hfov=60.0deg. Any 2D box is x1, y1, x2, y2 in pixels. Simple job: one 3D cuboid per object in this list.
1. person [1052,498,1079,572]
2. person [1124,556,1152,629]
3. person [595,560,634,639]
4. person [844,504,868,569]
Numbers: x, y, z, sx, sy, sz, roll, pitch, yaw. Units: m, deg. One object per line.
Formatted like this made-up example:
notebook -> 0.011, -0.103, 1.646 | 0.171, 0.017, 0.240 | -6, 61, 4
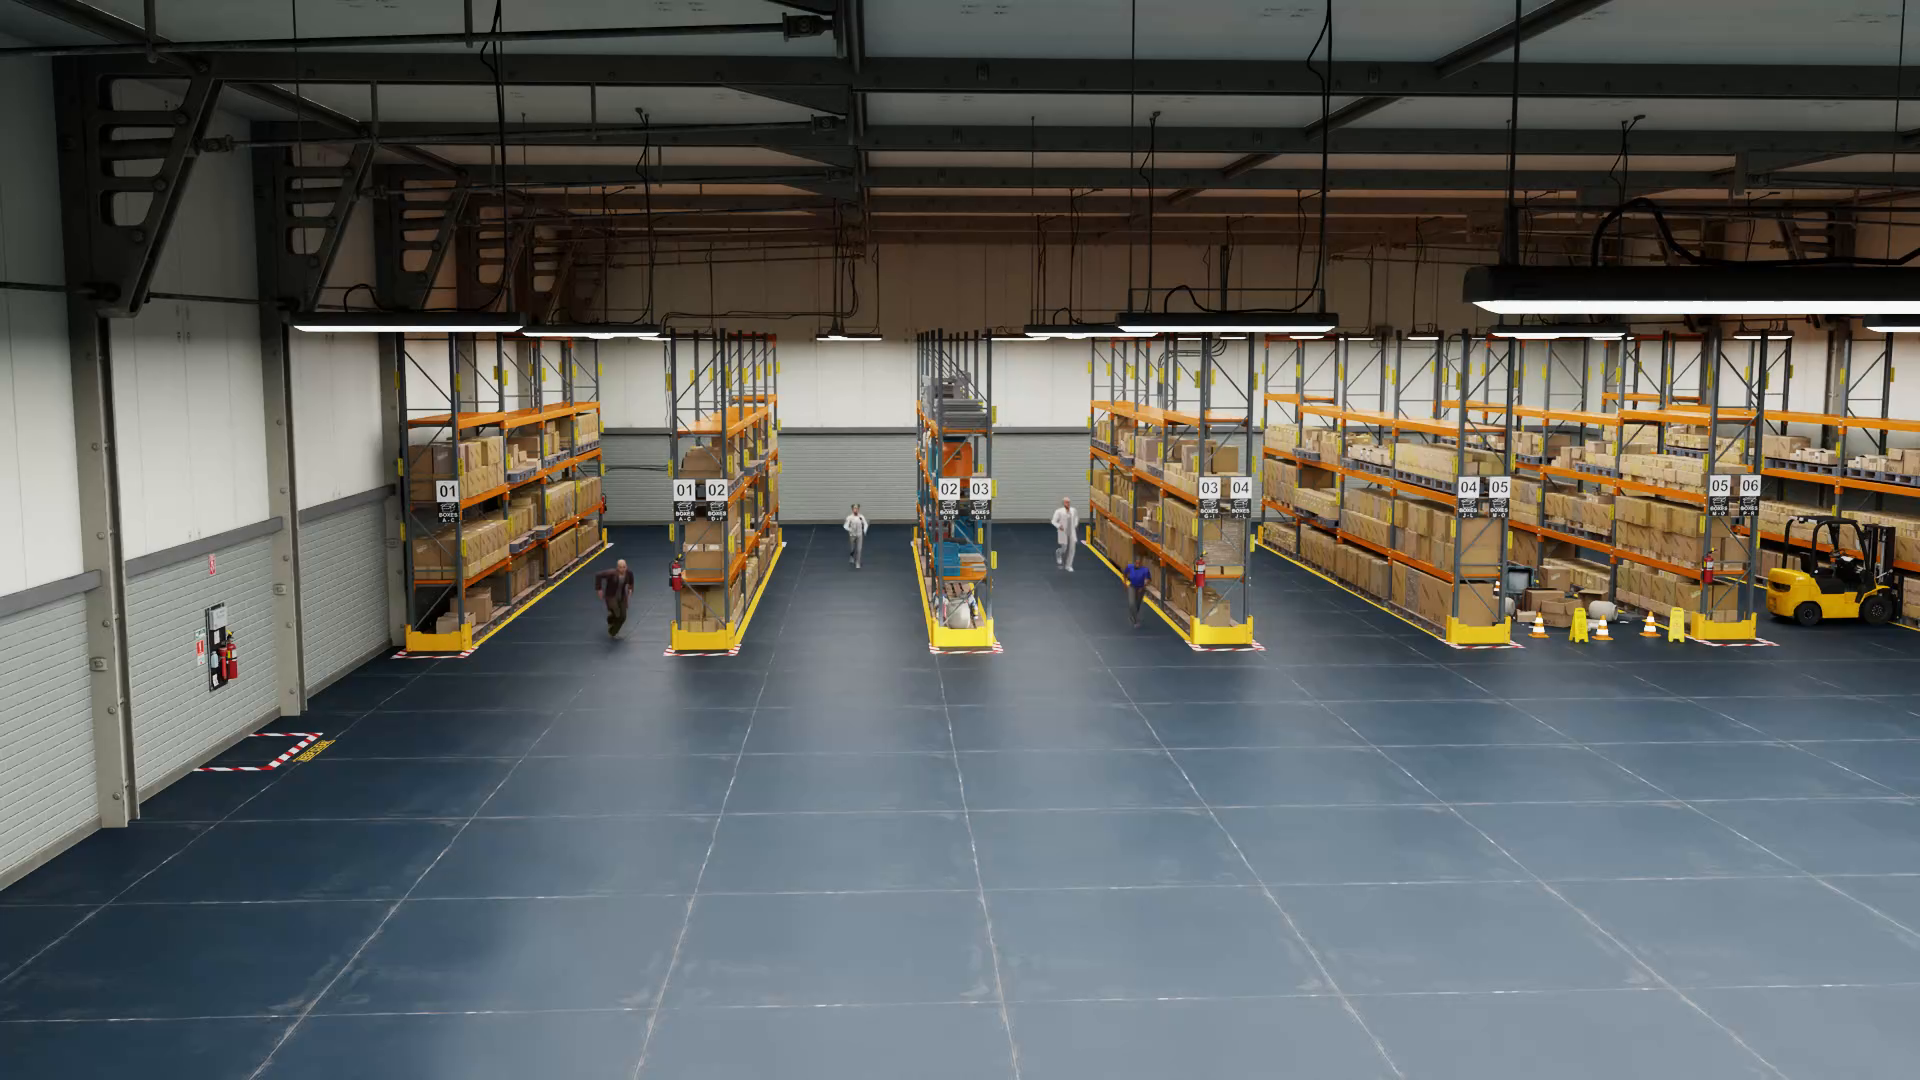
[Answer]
person -> 2.567, -0.149, 40.136 | 0.712, 1.750, 0.918 | -2, 7, -15
person -> 3.616, 1.027, 33.837 | 0.577, 1.511, 0.999 | 1, 7, 8
person -> -6.661, 1.154, 32.154 | 0.736, 1.597, 0.869 | -5, 8, -34
person -> -2.652, -0.115, 42.584 | 0.625, 1.649, 0.723 | -1, 7, -9
